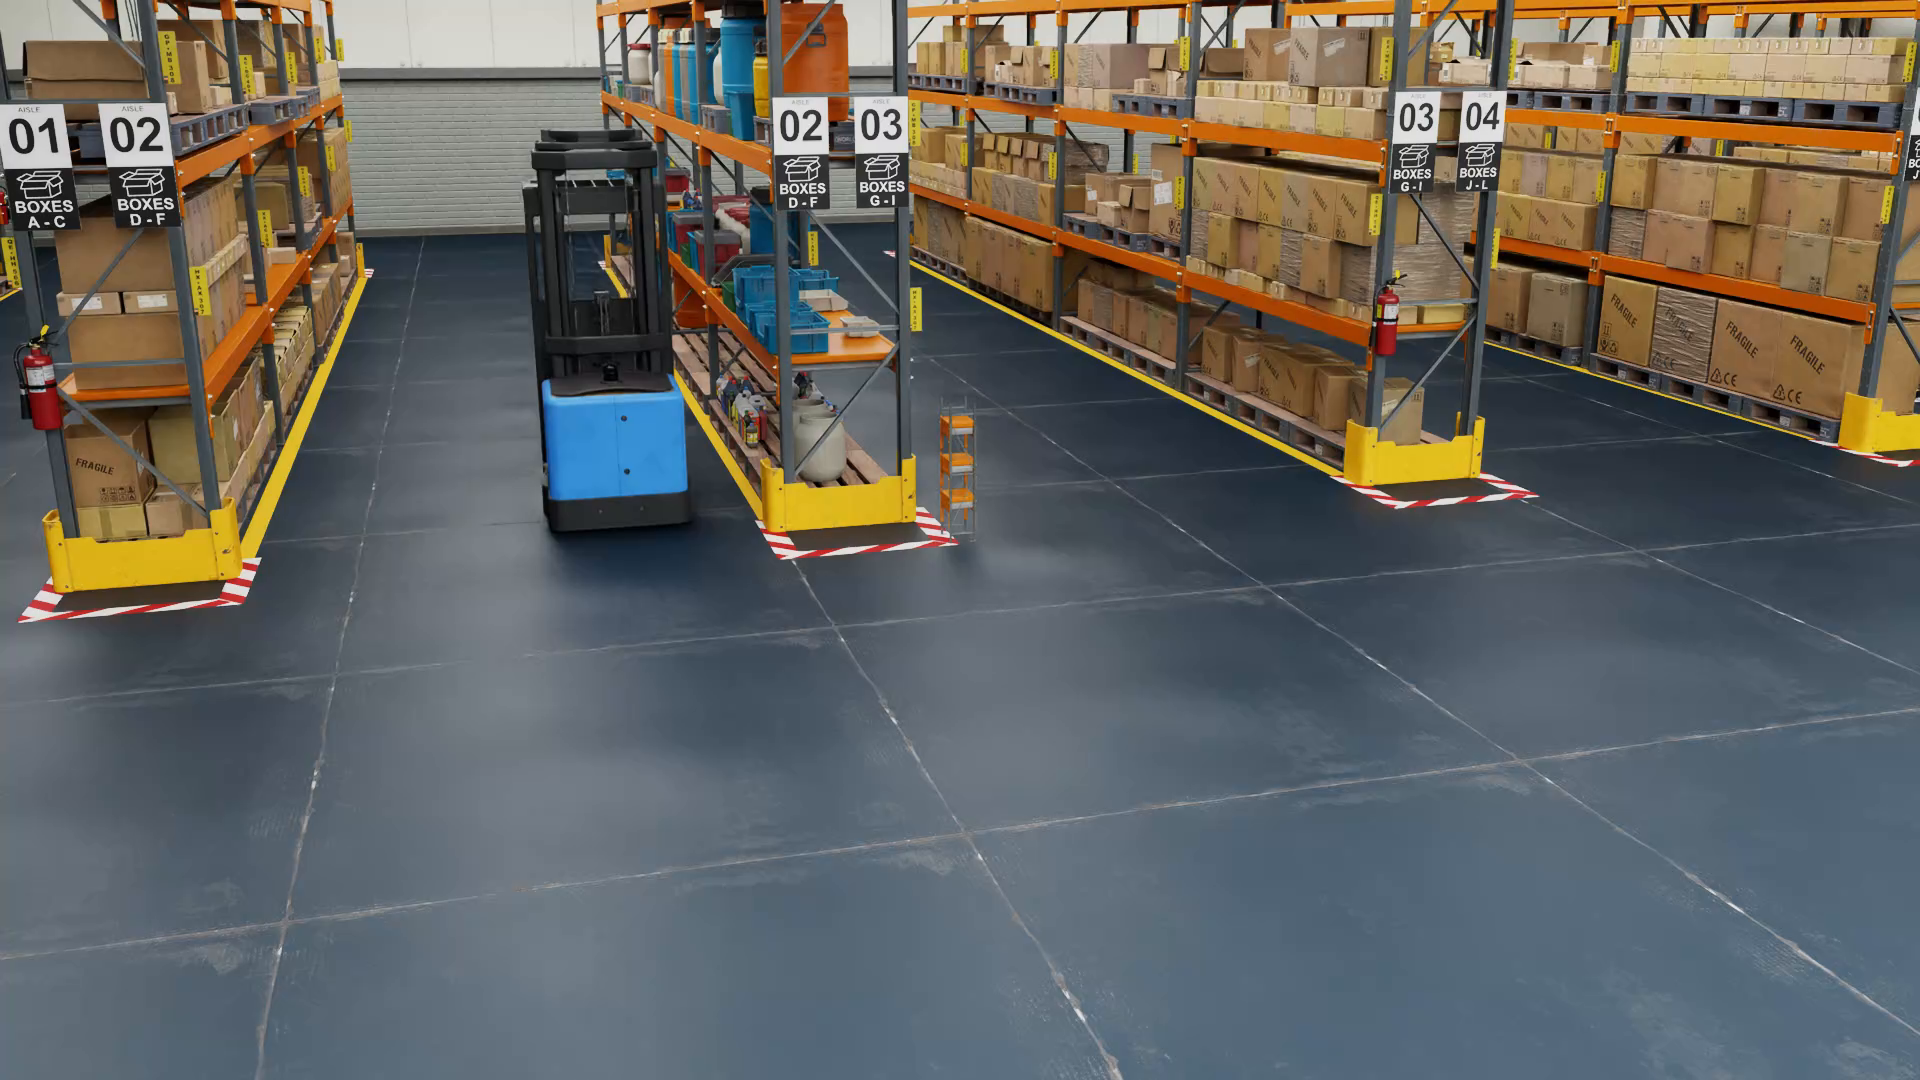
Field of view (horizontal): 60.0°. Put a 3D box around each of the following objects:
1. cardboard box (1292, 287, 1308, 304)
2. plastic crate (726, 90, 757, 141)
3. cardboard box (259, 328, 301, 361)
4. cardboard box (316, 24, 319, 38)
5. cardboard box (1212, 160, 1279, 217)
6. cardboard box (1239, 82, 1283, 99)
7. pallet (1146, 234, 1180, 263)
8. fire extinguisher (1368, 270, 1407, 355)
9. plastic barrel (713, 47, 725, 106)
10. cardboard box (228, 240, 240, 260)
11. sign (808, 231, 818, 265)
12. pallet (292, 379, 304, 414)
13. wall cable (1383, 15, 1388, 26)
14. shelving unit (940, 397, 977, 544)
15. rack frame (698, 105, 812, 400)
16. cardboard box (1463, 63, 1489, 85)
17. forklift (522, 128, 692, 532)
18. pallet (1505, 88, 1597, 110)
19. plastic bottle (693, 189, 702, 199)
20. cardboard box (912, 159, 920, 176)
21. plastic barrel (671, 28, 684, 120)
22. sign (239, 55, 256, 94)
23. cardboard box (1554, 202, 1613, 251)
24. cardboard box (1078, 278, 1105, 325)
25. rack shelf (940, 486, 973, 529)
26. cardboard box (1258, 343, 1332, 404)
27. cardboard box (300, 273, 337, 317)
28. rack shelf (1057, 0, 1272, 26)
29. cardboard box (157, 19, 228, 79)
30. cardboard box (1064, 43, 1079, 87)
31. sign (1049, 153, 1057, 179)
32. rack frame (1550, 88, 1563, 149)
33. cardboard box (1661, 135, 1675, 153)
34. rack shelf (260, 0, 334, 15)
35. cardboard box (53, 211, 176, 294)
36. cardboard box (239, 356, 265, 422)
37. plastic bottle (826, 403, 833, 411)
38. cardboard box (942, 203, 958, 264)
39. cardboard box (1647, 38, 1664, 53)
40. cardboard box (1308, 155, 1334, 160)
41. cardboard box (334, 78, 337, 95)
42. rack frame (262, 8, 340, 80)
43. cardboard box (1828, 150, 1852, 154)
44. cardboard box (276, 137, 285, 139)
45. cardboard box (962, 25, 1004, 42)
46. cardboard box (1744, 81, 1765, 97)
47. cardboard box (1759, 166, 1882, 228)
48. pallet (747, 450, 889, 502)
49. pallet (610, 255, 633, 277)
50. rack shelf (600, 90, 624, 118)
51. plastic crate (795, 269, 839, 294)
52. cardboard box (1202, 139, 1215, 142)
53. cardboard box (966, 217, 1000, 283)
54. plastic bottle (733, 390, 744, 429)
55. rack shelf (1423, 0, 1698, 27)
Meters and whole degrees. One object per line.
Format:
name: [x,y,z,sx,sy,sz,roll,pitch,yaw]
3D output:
cardboard box: [3.257,-2.244,15.146,0.380,0.149,0.250,-5,17,-15]
plastic crate: [-1.683,-3.499,13.699,0.392,0.384,0.575,-5,17,-15]
cardboard box: [-7.030,-1.994,16.950,0.500,0.311,0.500,-4,17,-14]
cardboard box: [-9.246,-6.877,23.006,0.700,0.500,0.500,-5,17,-15]
cardboard box: [2.811,-3.450,16.296,0.500,0.500,0.500,-5,17,-15]
cardboard box: [2.888,-4.296,15.893,0.380,0.149,0.250,-4,17,-14]
pallet: [2.723,-3.195,18.208,1.003,0.211,1.213,-5,17,-15]
fire extinguisher: [3.481,-1.852,13.539,0.296,0.674,0.183,-5,17,-15]
plastic barrel: [-2.039,-4.229,15.178,0.421,0.512,0.421,0,17,0]
cardboard box: [-6.311,-2.441,14.064,0.380,0.149,0.250,-5,17,-17]
sign: [-1.437,-2.845,16.229,0.100,0.325,0.005,-5,17,-15]
pallet: [-7.311,-1.485,17.029,1.003,0.211,1.213,-5,17,-15]
wall cable: [10.603,-11.878,36.286,2.988,3.039,0.133,-5,17,-15]
shelving unit: [-0.014,-0.518,12.350,0.215,1.050,0.252,-5,17,-15]
rack frame: [-1.969,-2.672,16.135,1.000,3.000,0.127,-5,17,-15]
cardboard box: [6.616,-5.792,20.664,0.500,0.250,0.500,-4,17,-14]
forklift: [-2.922,-1.850,13.516,1.130,2.935,3.031,-4,17,-14]
pallet: [7.029,-5.398,20.322,1.003,0.211,1.213,-4,17,-13]
plastic bottle: [-3.549,-4.582,22.578,0.144,0.351,0.185,-5,17,-15]
cardboard box: [-0.483,-6.157,27.477,0.500,0.250,0.500,-5,17,-16]
plastic barrel: [-2.677,-4.834,17.247,0.600,0.901,0.708,-5,17,-15]
sign: [-6.199,-4.048,14.465,0.100,0.325,0.005,-5,17,-15]
cardboard box: [7.190,-3.599,19.046,0.500,0.500,0.500,-5,17,-16]
cardboard box: [1.897,-3.000,20.806,0.700,0.500,0.500,-6,18,-18]
rack shelf: [-0.015,-0.241,12.433,0.215,0.259,0.240,-5,17,-15]
cardboard box: [3.276,-1.631,16.282,0.500,0.500,0.500,-6,18,-20]
cardboard box: [-8.255,-3.118,21.199,0.500,0.500,0.500,-4,17,-15]
rack shelf: [2.244,-5.954,18.578,1.077,0.370,4.000,-5,17,-15]
cardboard box: [-6.864,-4.381,14.834,0.500,0.500,0.500,-4,17,-15]
cardboard box: [1.576,-5.744,20.103,0.500,0.500,0.500,-5,17,-15]
sign: [1.161,-4.680,20.806,0.100,0.325,0.005,-5,17,-15]
rack frame: [10.123,-6.060,27.413,1.000,3.000,0.127,-5,17,-15]
cardboard box: [10.680,-5.744,24.449,0.500,0.500,0.500,-4,17,-14]
rack shelf: [-9.481,-7.575,23.284,1.077,0.370,4.000,-5,17,-15]
cardboard box: [-5.764,-1.989,11.432,0.700,0.500,0.500,-5,17,-15]
cardboard box: [-6.269,-1.275,14.229,0.500,0.500,0.500,-5,17,-15]
plastic bottle: [-1.162,-1.091,14.848,0.097,0.271,0.097,0,17,0]
cardboard box: [0.243,-4.898,26.508,0.875,0.875,0.875,-5,17,-15]
cardboard box: [7.435,-5.177,17.406,0.380,0.149,0.250,-5,17,-16]
cardboard box: [5.345,-5.574,24.466,0.380,0.149,0.250,-5,17,-16]
cardboard box: [-9.509,-6.705,24.608,0.500,0.250,0.500,-5,17,-15]
rack frame: [-10.030,-8.474,25.021,1.000,3.000,0.127,-5,17,-15]
cardboard box: [11.907,-4.960,22.329,0.500,0.500,0.500,-6,18,-19]
cardboard box: [-9.462,-5.282,22.911,0.500,0.500,0.500,-5,17,-16]
cardboard box: [0.343,-7.630,25.044,0.500,0.250,0.500,-6,18,-19]
cardboard box: [7.854,-4.374,16.119,0.380,0.149,0.250,-4,17,-15]
cardboard box: [8.362,-3.327,16.176,0.875,0.550,0.550,-5,17,-15]
pallet: [-1.154,-0.473,13.659,1.003,0.211,1.213,-5,17,-15]
pallet: [-5.077,-4.425,26.816,1.003,0.211,1.213,-5,17,-15]
rack shelf: [-4.717,-6.531,25.015,1.077,0.370,4.000,-5,17,-15]
plastic crate: [-1.404,-2.317,15.208,0.499,0.251,0.616,-5,17,-15]
cardboard box: [4.427,-6.987,28.069,0.500,0.500,0.500,-5,17,-16]
cardboard box: [0.790,-4.285,24.466,1.225,0.875,0.875,-5,17,-15]
plastic bottle: [-1.977,-1.189,15.035,0.144,0.351,0.185,-5,17,-16]
rack shelf: [7.040,-6.318,19.790,1.077,0.370,4.000,-5,17,-15]
